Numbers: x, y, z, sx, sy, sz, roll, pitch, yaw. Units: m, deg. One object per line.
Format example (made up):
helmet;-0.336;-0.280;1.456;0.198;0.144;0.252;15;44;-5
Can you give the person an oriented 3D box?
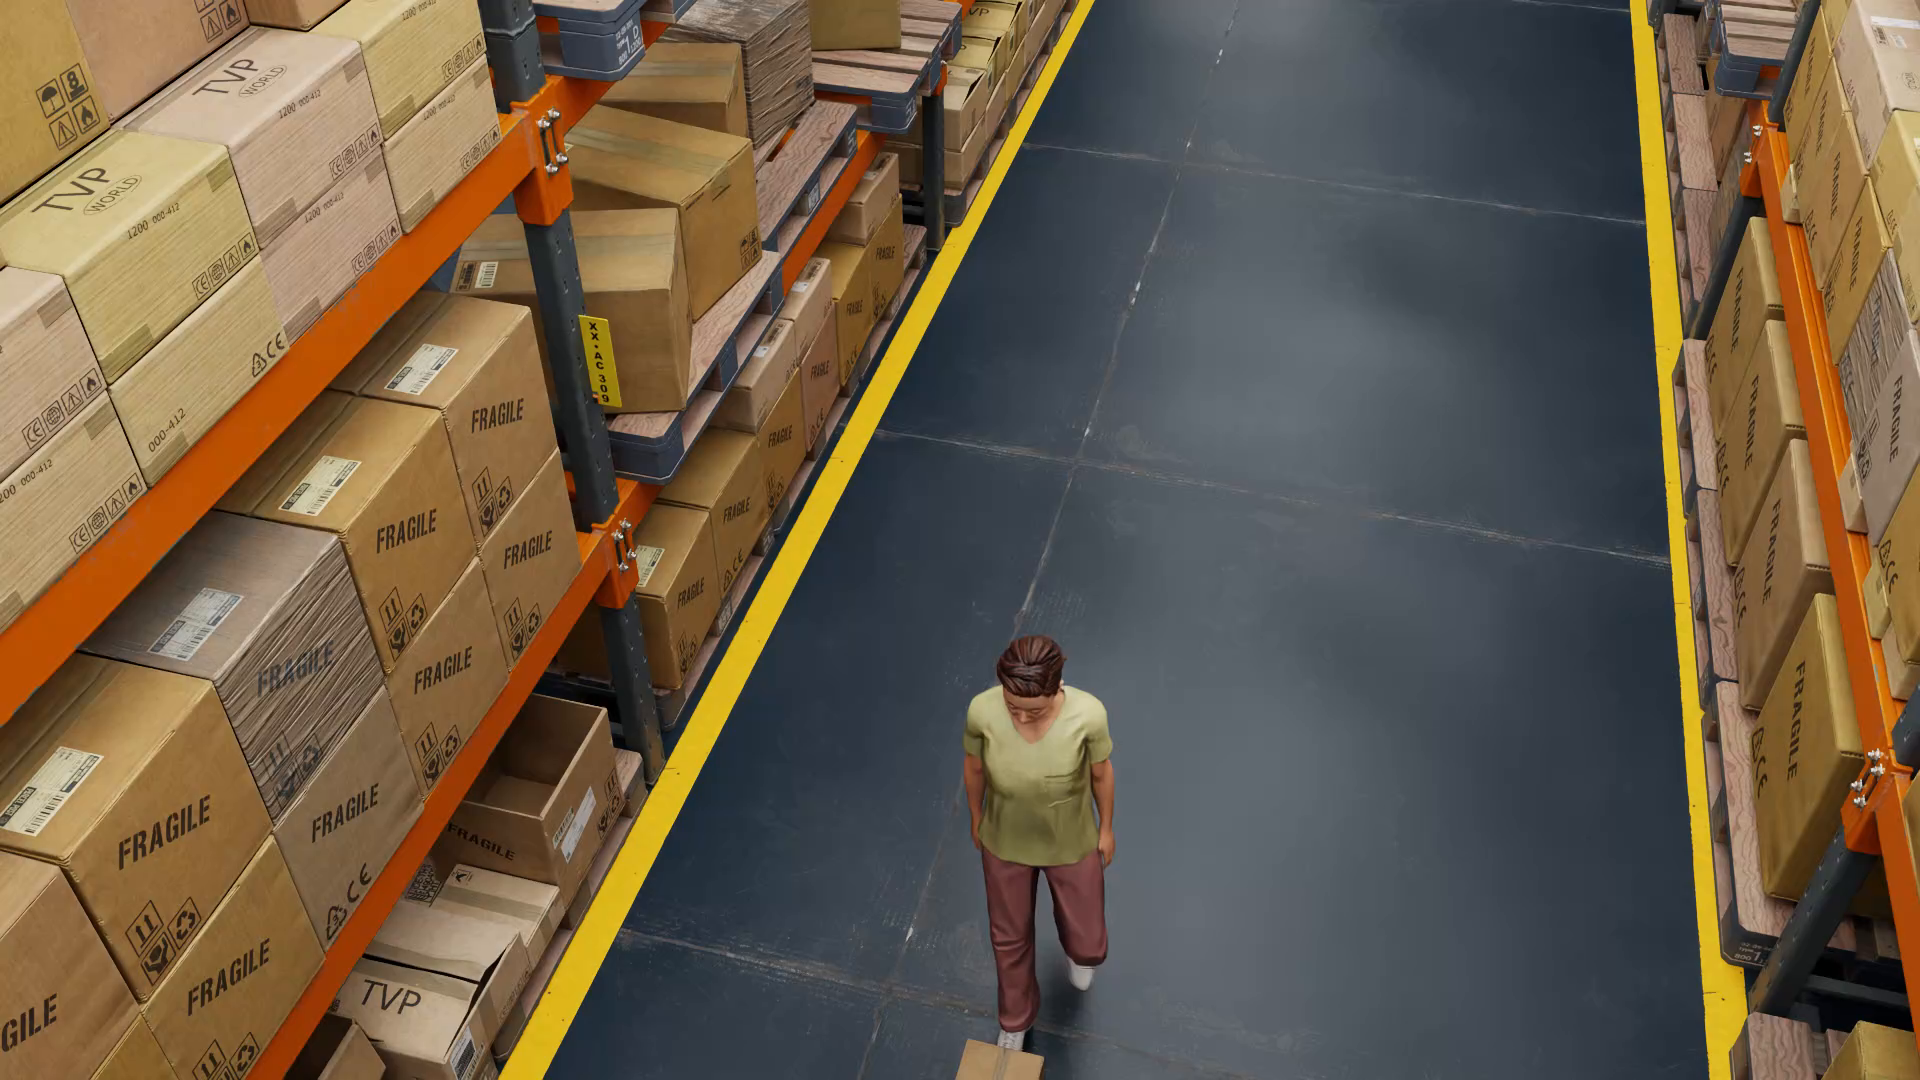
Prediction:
person;0.232;0.942;5.051;0.489;1.668;0.608;5;41;6
